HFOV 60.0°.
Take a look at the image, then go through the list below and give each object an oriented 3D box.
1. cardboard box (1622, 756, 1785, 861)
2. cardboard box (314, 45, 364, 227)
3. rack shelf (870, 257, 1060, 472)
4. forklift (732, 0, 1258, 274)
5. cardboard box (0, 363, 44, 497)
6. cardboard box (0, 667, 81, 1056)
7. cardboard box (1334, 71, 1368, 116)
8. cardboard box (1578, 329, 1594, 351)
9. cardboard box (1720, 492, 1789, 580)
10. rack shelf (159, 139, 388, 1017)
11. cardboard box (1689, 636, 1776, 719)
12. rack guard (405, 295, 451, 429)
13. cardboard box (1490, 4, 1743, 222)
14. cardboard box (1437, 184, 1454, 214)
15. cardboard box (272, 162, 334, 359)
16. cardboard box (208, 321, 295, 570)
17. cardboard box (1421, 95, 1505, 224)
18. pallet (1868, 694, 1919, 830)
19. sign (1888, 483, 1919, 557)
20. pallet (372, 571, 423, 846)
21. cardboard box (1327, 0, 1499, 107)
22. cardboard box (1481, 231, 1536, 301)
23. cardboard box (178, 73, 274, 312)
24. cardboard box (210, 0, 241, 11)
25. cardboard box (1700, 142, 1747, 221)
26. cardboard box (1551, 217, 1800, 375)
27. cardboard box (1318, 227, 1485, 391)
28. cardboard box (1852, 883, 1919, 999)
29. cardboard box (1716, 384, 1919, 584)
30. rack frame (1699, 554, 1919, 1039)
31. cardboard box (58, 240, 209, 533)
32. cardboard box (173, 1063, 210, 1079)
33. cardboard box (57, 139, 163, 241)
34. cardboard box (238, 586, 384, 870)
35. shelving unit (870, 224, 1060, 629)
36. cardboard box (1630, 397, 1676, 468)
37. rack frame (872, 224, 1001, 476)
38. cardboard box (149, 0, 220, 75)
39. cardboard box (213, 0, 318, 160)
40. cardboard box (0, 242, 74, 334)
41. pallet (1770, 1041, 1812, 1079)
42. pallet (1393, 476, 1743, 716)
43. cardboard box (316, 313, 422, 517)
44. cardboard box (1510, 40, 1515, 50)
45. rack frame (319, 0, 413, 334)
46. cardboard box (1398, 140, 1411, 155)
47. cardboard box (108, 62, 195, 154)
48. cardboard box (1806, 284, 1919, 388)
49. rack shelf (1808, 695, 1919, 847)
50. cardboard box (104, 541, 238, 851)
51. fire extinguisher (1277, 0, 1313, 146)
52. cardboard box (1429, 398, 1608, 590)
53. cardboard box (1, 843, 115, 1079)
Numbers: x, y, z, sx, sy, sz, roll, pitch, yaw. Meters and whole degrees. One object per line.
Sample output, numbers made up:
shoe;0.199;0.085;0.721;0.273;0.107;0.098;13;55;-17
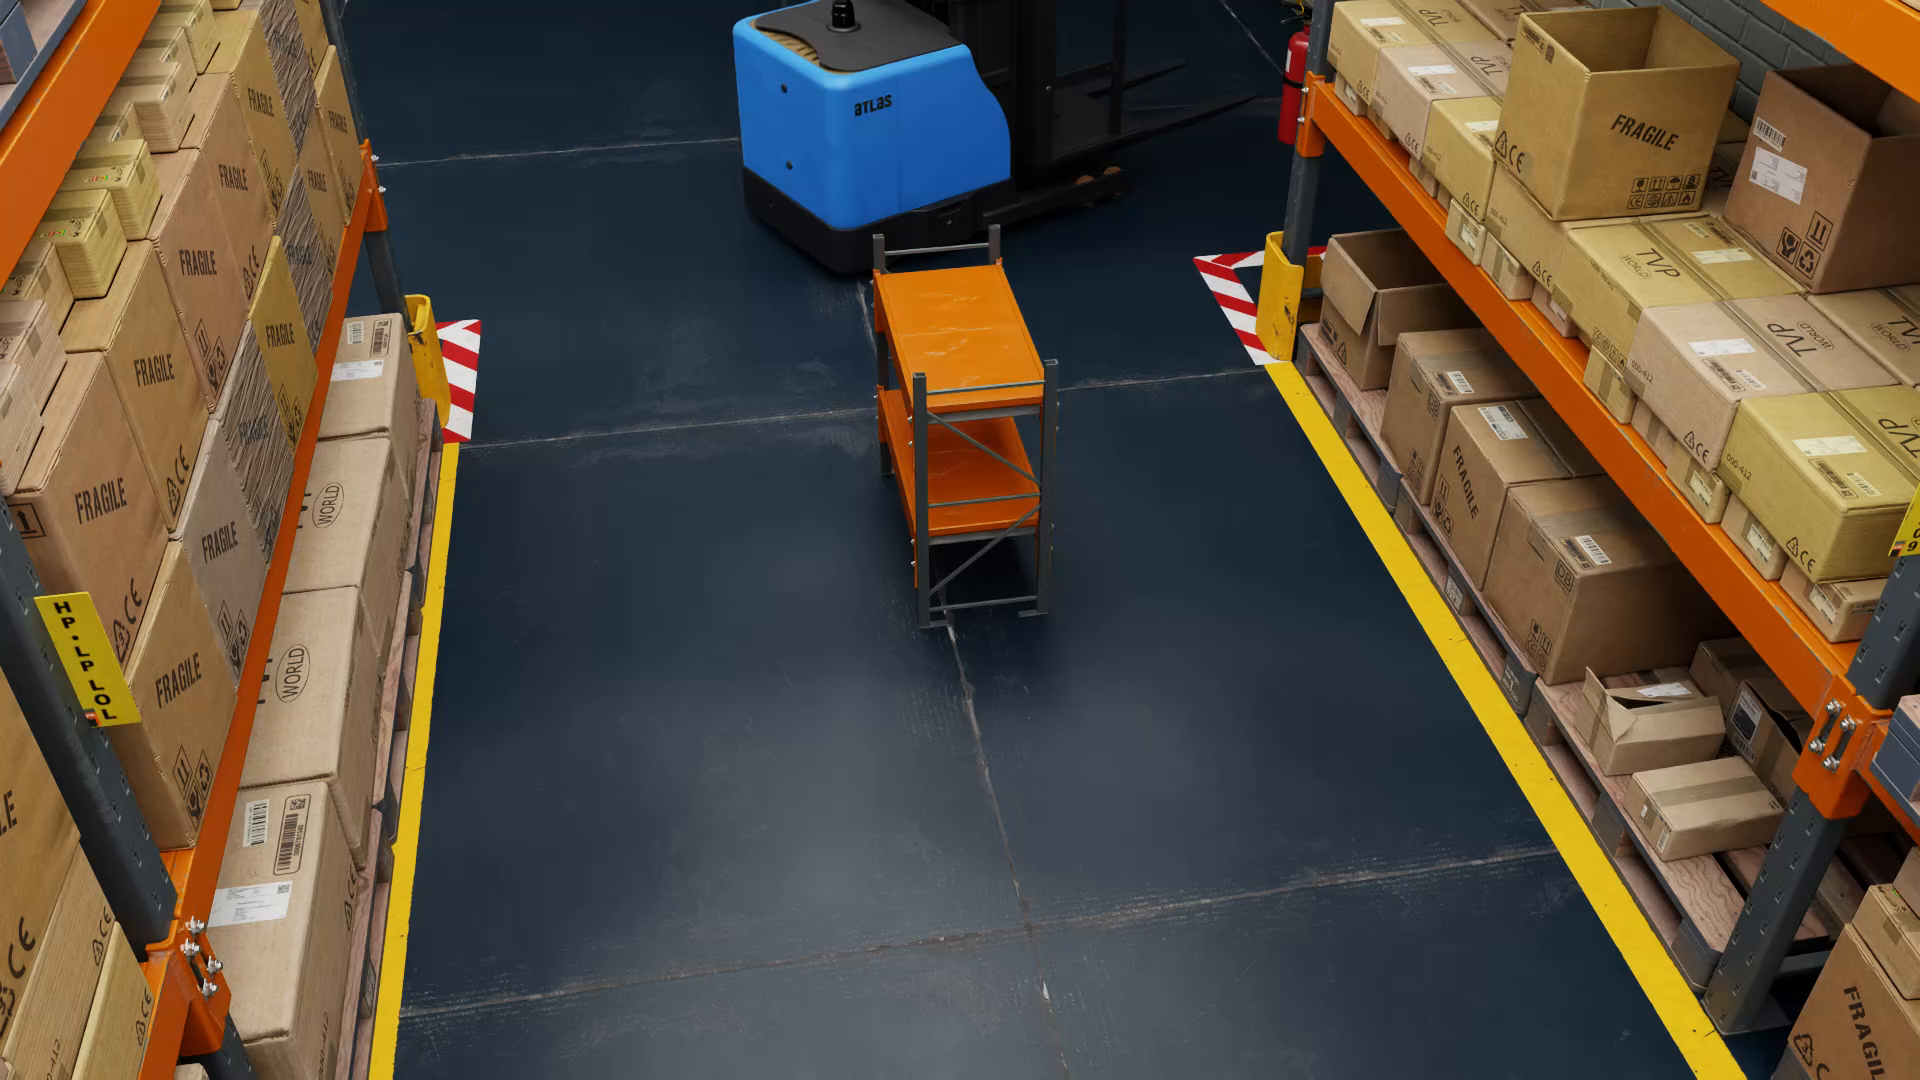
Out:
cardboard box;2.325;0.839;5.207;0.380;0.149;0.250;-7;38;-9
cardboard box;-2.531;-1.473;6.119;0.500;0.500;0.500;-6;38;-8
rack shelf;-0.001;-0.679;6.231;0.538;0.278;1.000;-6;38;-8
forklift;0.330;-3.217;8.502;3.031;2.935;1.130;-24;44;-28
cardboard box;-1.974;-0.189;3.124;0.380;0.149;0.250;-7;38;-9
cardboard box;-1.849;0.528;2.729;0.500;0.500;0.500;-5;38;-6
cardboard box;1.798;-1.905;6.962;0.380;0.149;0.250;-7;38;-8
cardboard box;2.244;-0.673;5.375;0.380;0.149;0.250;-6;38;-7
cardboard box;2.340;-0.038;4.558;0.380;0.149;0.250;-5;38;-7
rack shelf;-2.525;-0.204;5.154;1.077;0.370;4.000;-6;38;-8
cardboard box;2.752;0.457;5.698;0.380;0.149;0.250;-7;38;-9
rack guard;-2.880;-0.724;7.274;1.175;0.500;0.348;-6;38;-8
cardboard box;2.088;-1.378;5.347;0.500;0.500;0.500;-5;38;-7
cardboard box;2.004;-1.282;6.161;0.380;0.149;0.250;-6;38;-7
cardboard box;-2.358;-0.859;5.329;0.500;0.500;0.500;-5;38;-7
cardboard box;-2.164;-0.237;4.528;0.500;0.500;0.500;-6;38;-8
cardboard box;2.005;-1.377;5.958;0.500;0.250;0.500;-7;38;-9
pallet;2.744;0.754;3.491;1.003;0.211;1.213;-6;38;-8
sign;2.179;-0.095;3.722;0.100;0.325;0.005;-6;38;-8
pallet;-2.448;0.615;5.787;1.003;0.211;1.213;-6;38;-8
cardboard box;1.825;-1.988;6.743;0.500;0.250;0.500;-6;38;-8
cardboard box;2.041;-0.965;5.752;0.380;0.149;0.250;-5;38;-7
cardboard box;-2.267;-0.950;4.631;0.500;0.500;0.500;-6;38;-8
cardboard box;-2.416;-1.737;5.116;0.380;0.149;0.250;-5;38;-7
cardboard box;2.615;-1.114;5.619;0.500;0.250;0.500;-6;38;-8
cardboard box;2.205;-0.760;5.163;0.500;0.250;0.500;-6;38;-8
cardboard box;2.024;-1.033;7.327;0.797;0.503;0.637;-8;38;-10
cardboard box;2.513;0.994;4.192;0.380;0.149;0.250;-5;38;-6
cardboard box;2.382;-0.156;4.386;0.500;0.250;0.500;-5;38;-7
rack frame;2.712;0.184;4.069;1.000;3.000;0.127;-6;38;-8
cardboard box;-2.102;-0.334;3.838;0.500;0.500;0.500;-7;38;-9
cardboard box;-1.987;1.759;3.431;0.875;0.875;0.875;-5;38;-7
cardboard box;-2.123;-0.813;3.926;0.380;0.149;0.250;-7;38;-9
cardboard box;-2.337;0.634;5.235;0.875;0.438;0.875;-7;38;-9
shelving unit;-0.001;-0.448;6.410;0.538;1.125;1.048;-6;38;-8
cardboard box;2.251;-0.353;4.965;0.380;0.149;0.250;-5;38;-7
rack frame;-0.090;-0.755;6.805;0.500;1.125;0.032;-6;38;-8
cardboard box;-2.338;-1.427;4.716;0.380;0.149;0.250;-5;38;-7
cardboard box;-2.436;-1.553;5.407;0.500;0.500;0.500;-6;38;-8
cardboard box;-2.122;-0.492;3.514;0.380;0.149;0.250;-7;38;-9
pallet;2.891;1.772;4.297;1.003;0.211;1.213;-6;38;-8
pallet;2.375;0.131;6.409;1.003;0.211;1.213;-6;38;-8
cardboard box;-2.662;-0.462;6.646;0.875;0.438;0.875;-7;38;-9
cardboard box;2.441;-1.730;6.411;0.500;0.250;0.500;-6;38;-8
rack frame;-2.876;-1.696;6.489;1.000;3.000;0.127;-6;38;-8
cardboard box;1.968;-1.602;6.571;0.380;0.149;0.250;-7;38;-9
cardboard box;-2.223;-1.111;4.310;0.380;0.149;0.250;-6;38;-8
cardboard box;2.796;-0.505;4.835;0.500;0.250;0.500;-7;38;-8
rack shelf;3.062;1.676;2.735;1.077;0.370;4.000;-6;38;-8
cardboard box;-1.999;0.369;3.749;0.500;0.500;0.500;-5;38;-6
fire extinguisher;1.529;-2.094;7.367;0.296;0.674;0.183;-6;38;-8
cardboard box;2.130;-0.181;6.233;0.500;0.500;0.500;-6;38;-7
cardboard box;-1.858;0.822;2.962;0.500;0.250;0.500;-6;38;-8
